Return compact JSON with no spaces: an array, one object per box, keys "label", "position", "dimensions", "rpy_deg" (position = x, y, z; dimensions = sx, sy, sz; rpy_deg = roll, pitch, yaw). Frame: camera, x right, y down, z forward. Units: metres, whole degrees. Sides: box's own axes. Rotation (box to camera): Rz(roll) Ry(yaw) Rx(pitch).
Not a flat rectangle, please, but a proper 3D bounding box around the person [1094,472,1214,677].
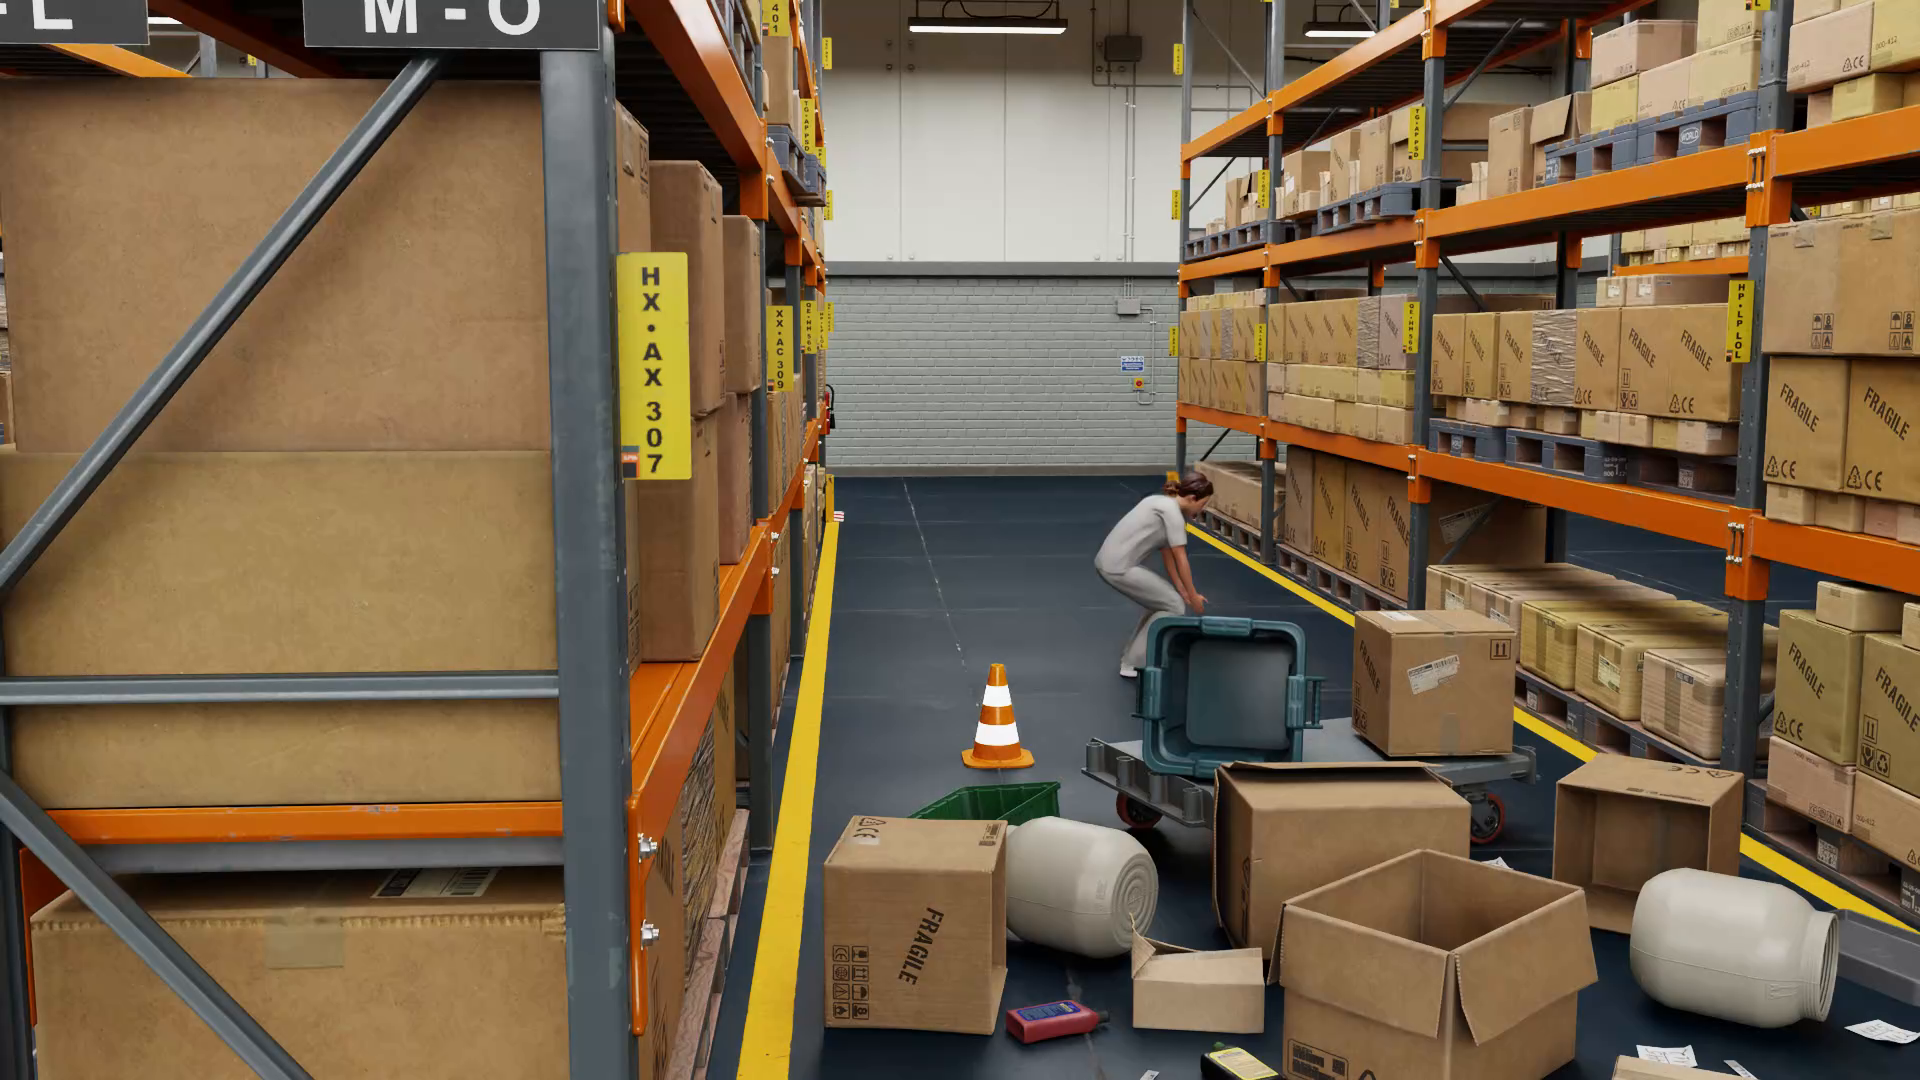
[{"label":"person","position":[1.169,0.198,10.044],"dimensions":[0.720,1.216,0.495],"rpy_deg":[0,7,-4]}]
